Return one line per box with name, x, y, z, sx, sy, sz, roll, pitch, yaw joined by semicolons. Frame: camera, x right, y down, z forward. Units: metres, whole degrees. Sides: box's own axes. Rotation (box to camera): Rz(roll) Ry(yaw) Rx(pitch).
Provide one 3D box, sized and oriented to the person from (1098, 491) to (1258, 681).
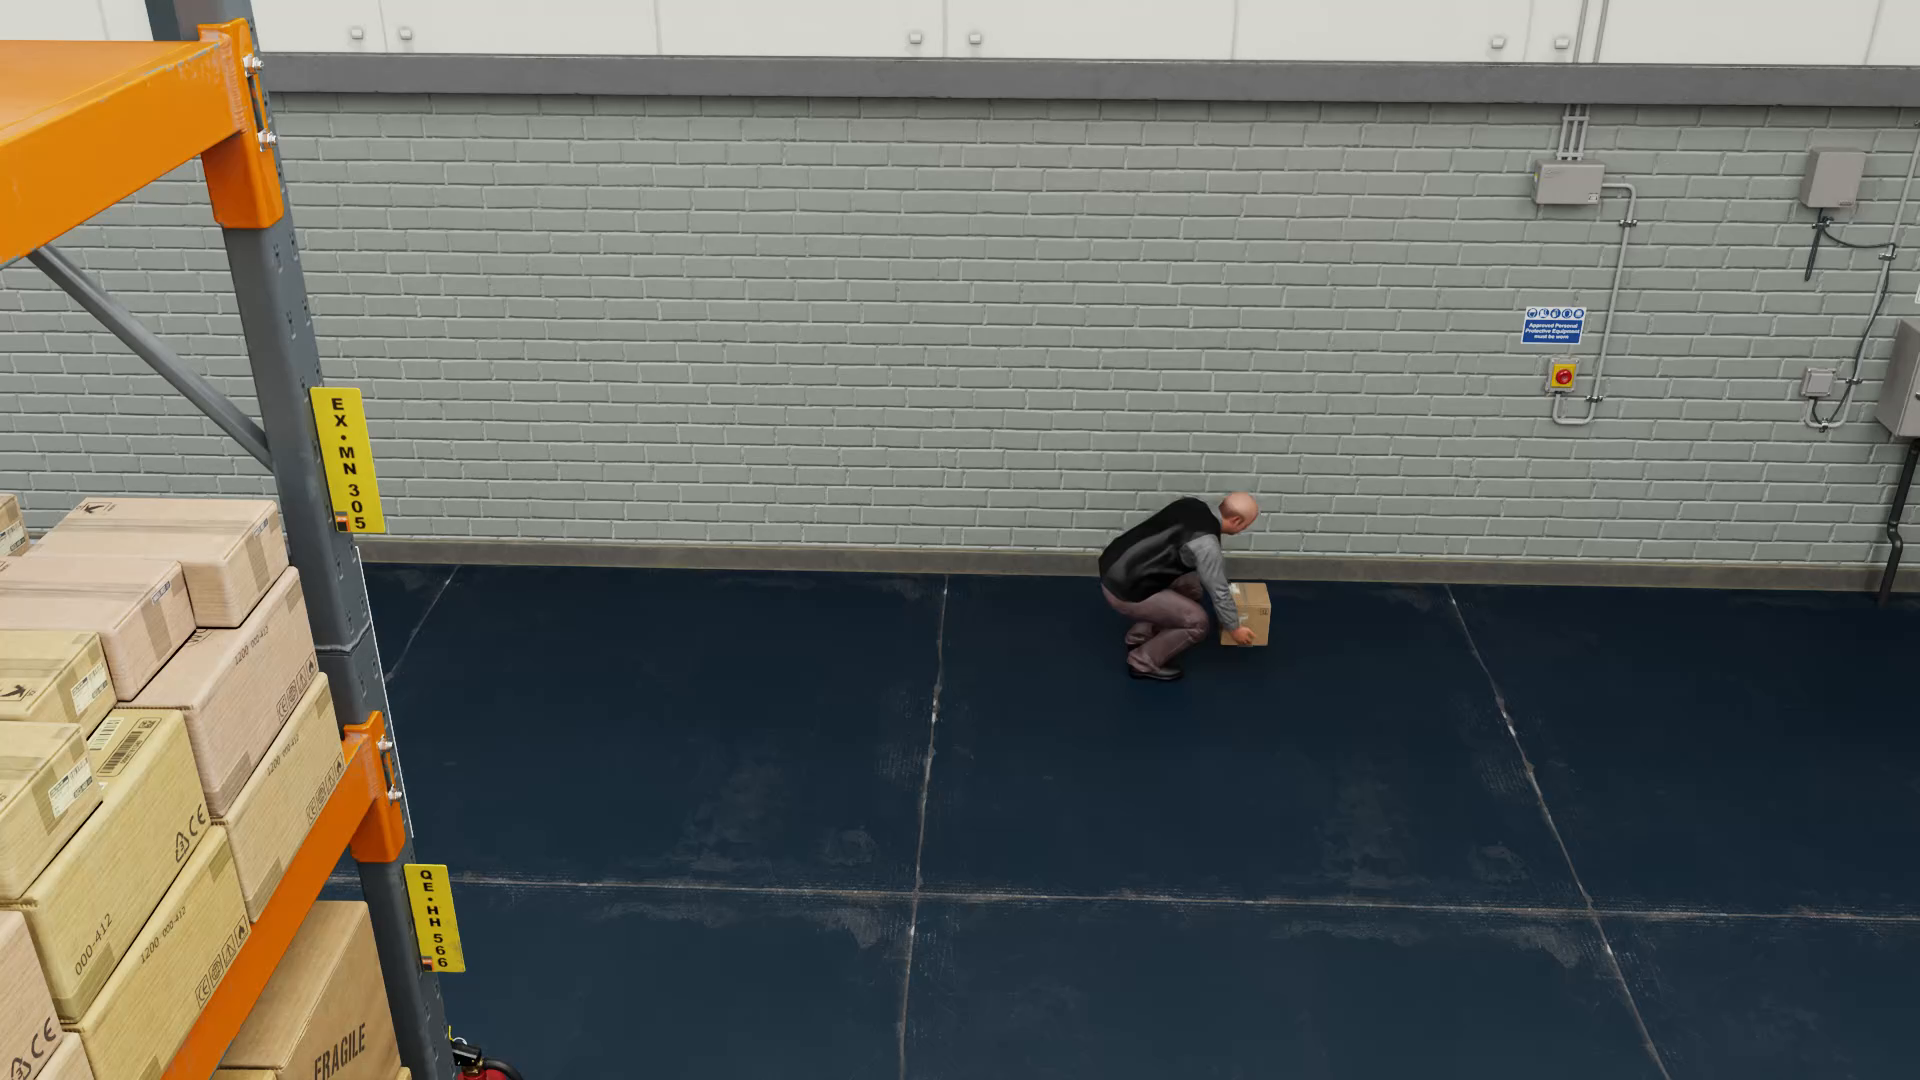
person;1.175;0.215;8.993;0.855;1.025;0.548;1;28;2
